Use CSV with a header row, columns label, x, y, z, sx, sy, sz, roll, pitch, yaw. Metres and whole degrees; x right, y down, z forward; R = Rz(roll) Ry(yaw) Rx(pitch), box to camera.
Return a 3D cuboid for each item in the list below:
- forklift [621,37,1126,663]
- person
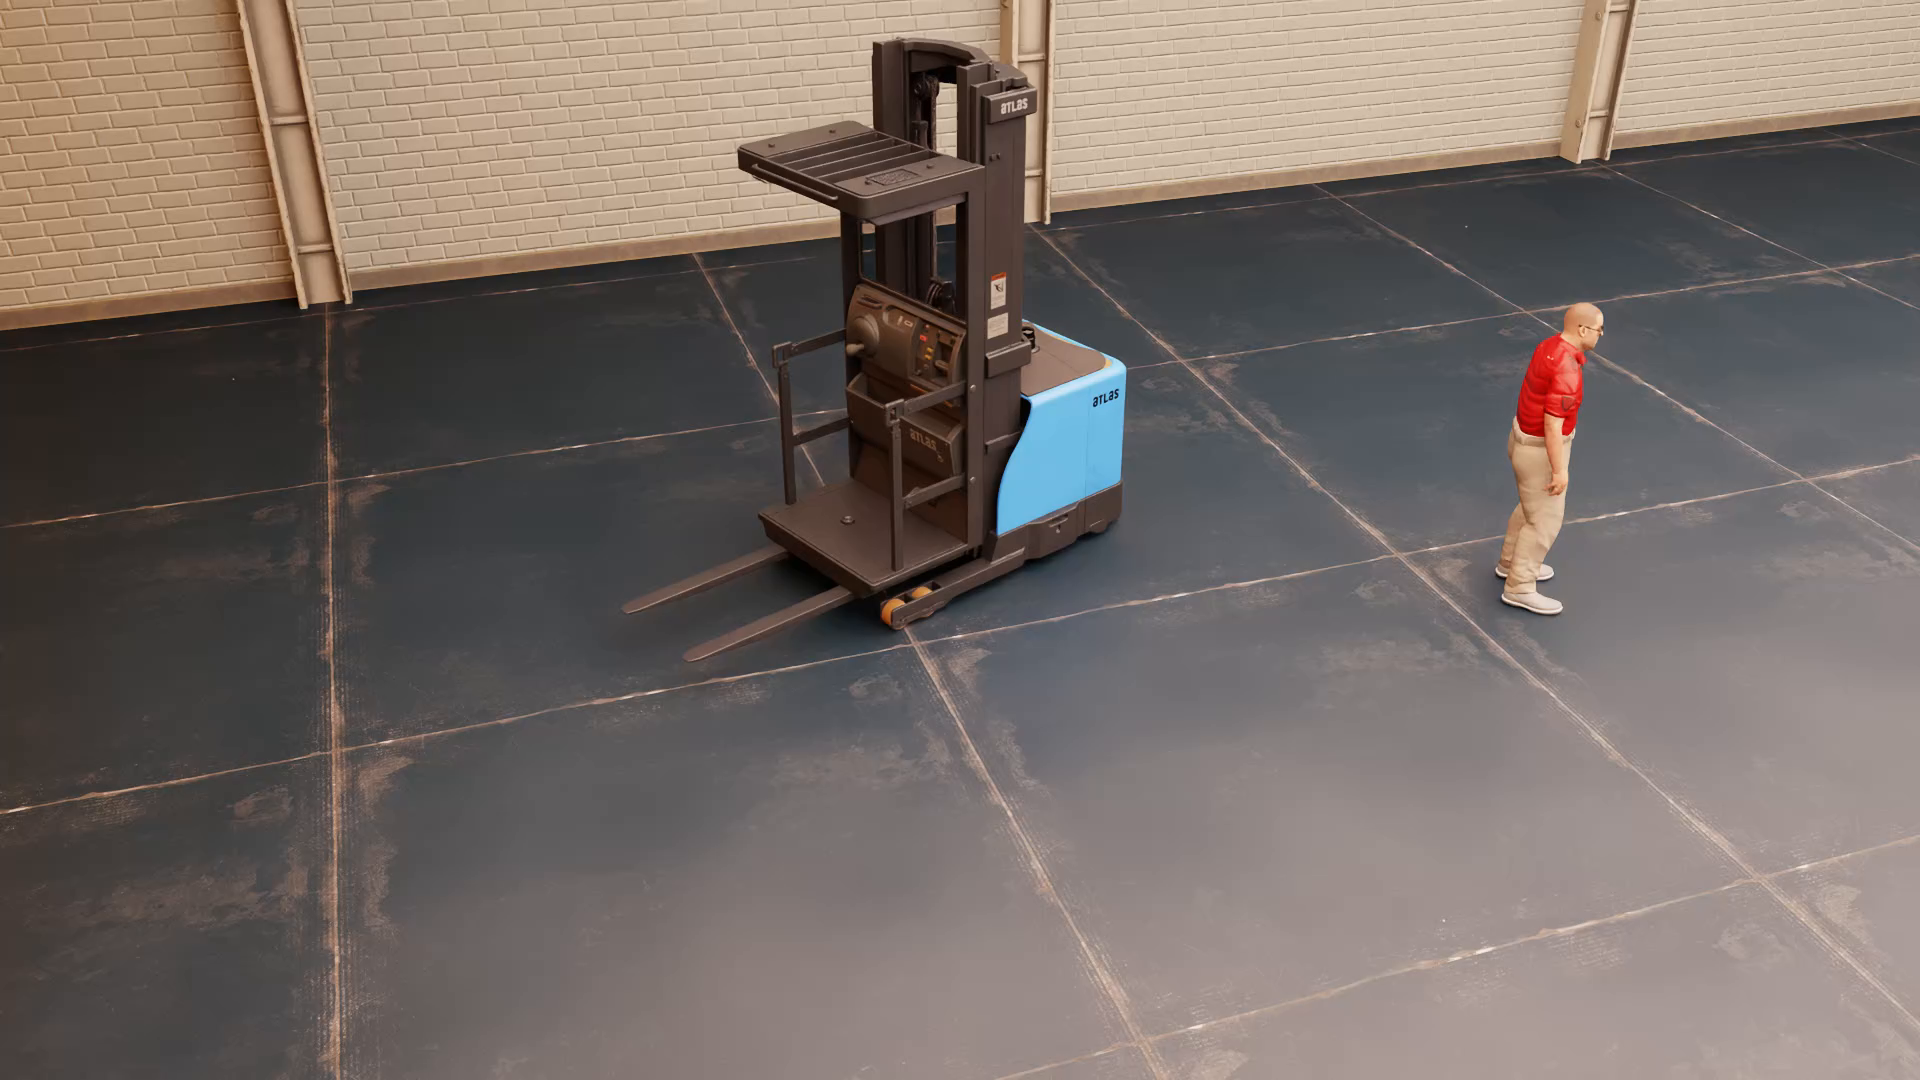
label,x,y,z,sx,sy,sz,roll,pitch,yaw
forklift,-0.461,-1.072,8.951,3.031,2.935,1.130,-23,37,-34
person,3.224,-0.479,9.126,0.399,1.726,0.600,4,30,7
